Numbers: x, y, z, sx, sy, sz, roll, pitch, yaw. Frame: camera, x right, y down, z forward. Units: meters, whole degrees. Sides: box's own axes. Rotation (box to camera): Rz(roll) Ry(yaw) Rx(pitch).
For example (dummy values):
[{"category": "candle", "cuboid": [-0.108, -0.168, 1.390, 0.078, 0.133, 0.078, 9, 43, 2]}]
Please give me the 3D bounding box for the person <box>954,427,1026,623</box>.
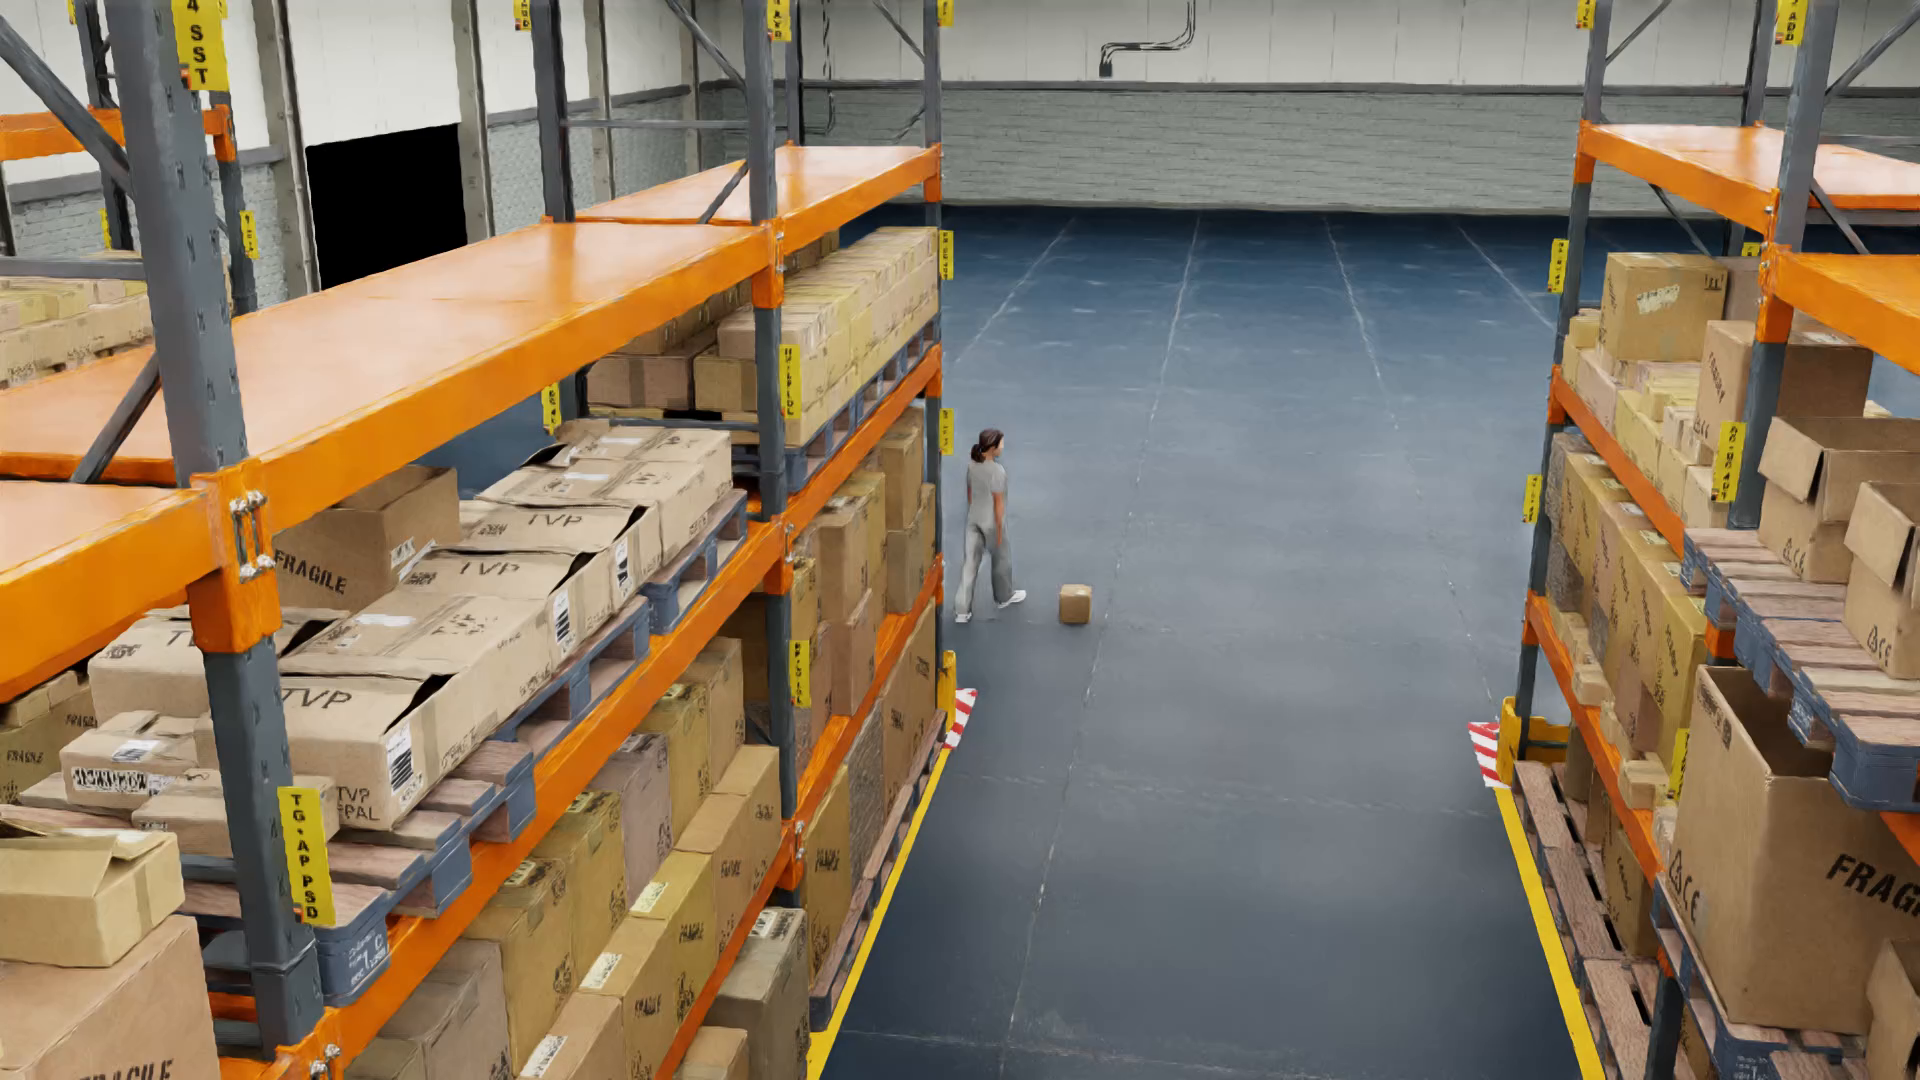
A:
[{"category": "person", "cuboid": [0.214, -0.161, 13.974, 0.552, 1.643, 0.870, 14, 23, 37]}]
